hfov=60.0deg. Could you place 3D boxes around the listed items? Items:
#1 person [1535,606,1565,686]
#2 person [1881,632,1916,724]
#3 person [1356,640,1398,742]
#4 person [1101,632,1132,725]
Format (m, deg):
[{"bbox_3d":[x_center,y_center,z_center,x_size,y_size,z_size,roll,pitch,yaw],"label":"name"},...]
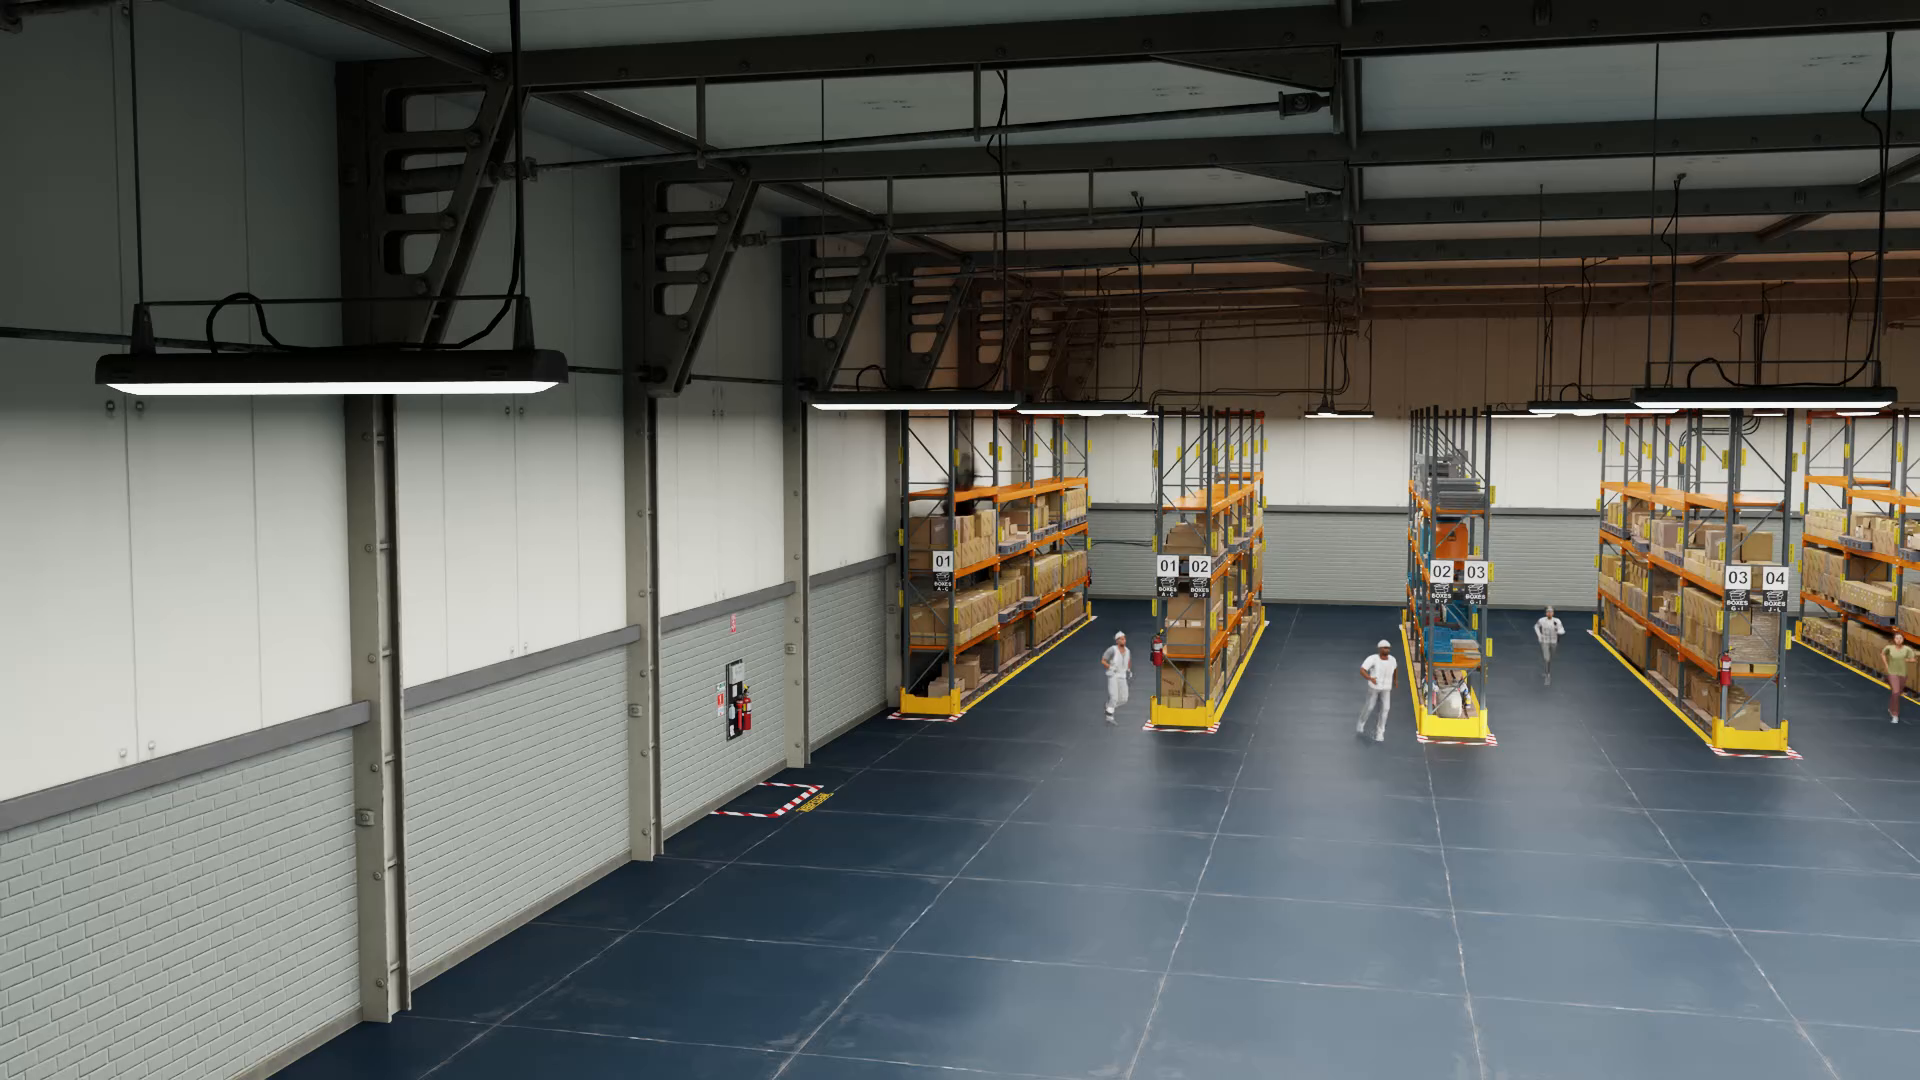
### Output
[{"bbox_3d":[12.852,2.291,36.227,0.584,1.750,0.760,1,4,8],"label":"person"},{"bbox_3d":[17.931,2.617,31.770,0.549,1.726,0.793,1,4,16],"label":"person"},{"bbox_3d":[7.596,2.698,30.036,0.758,1.787,0.832,0,4,-5],"label":"person"},{"bbox_3d":[2.960,2.584,31.156,0.684,1.729,0.644,-2,5,-27],"label":"person"}]
